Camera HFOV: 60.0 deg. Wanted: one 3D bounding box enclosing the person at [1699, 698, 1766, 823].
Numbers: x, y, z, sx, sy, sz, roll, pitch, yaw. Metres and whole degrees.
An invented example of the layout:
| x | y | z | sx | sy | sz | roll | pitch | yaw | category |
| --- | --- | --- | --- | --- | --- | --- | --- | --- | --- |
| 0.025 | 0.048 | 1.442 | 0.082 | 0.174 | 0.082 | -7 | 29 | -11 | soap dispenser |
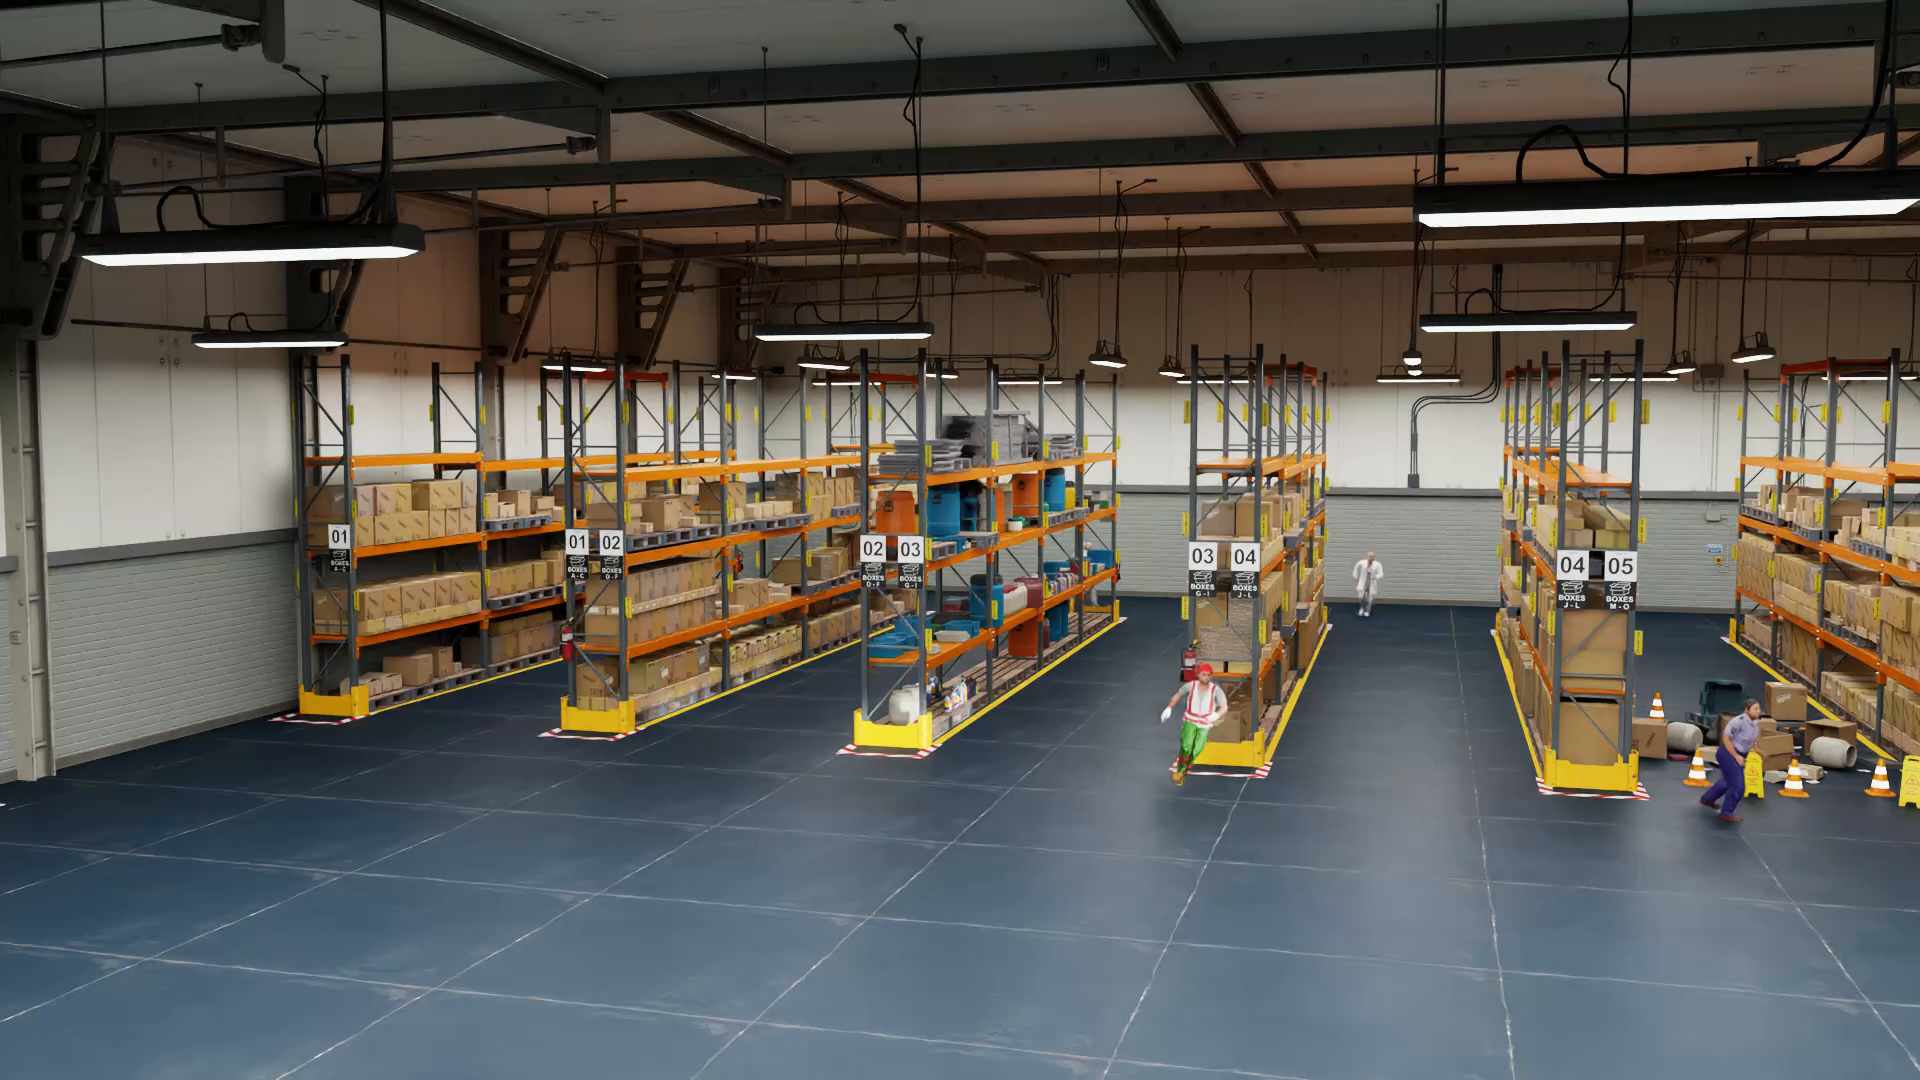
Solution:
| x | y | z | sx | sy | sz | roll | pitch | yaw | category |
| --- | --- | --- | --- | --- | --- | --- | --- | --- | --- |
| 9.535 | 2.740 | 20.604 | 0.642 | 1.460 | 0.786 | -4 | 6 | -44 | person |

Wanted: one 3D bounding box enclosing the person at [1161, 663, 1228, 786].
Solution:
| x | y | z | sx | sy | sz | roll | pitch | yaw | category |
| --- | --- | --- | --- | --- | --- | --- | --- | --- | --- |
| 3.178 | 2.493 | 22.381 | 0.838 | 1.694 | 0.726 | 0 | 4 | -2 | person |

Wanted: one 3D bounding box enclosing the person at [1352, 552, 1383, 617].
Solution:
| x | y | z | sx | sy | sz | roll | pitch | yaw | category |
| --- | --- | --- | --- | --- | --- | --- | --- | --- | --- |
| 10.080 | 1.114 | 41.117 | 0.744 | 1.626 | 0.925 | 1 | 4 | 13 | person |

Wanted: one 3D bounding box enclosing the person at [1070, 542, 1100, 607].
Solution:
| x | y | z | sx | sy | sz | roll | pitch | yaw | category |
| --- | --- | --- | --- | --- | --- | --- | --- | --- | --- |
| 3.303 | 0.896 | 43.596 | 0.824 | 1.712 | 0.597 | 3 | 5 | 38 | person |
